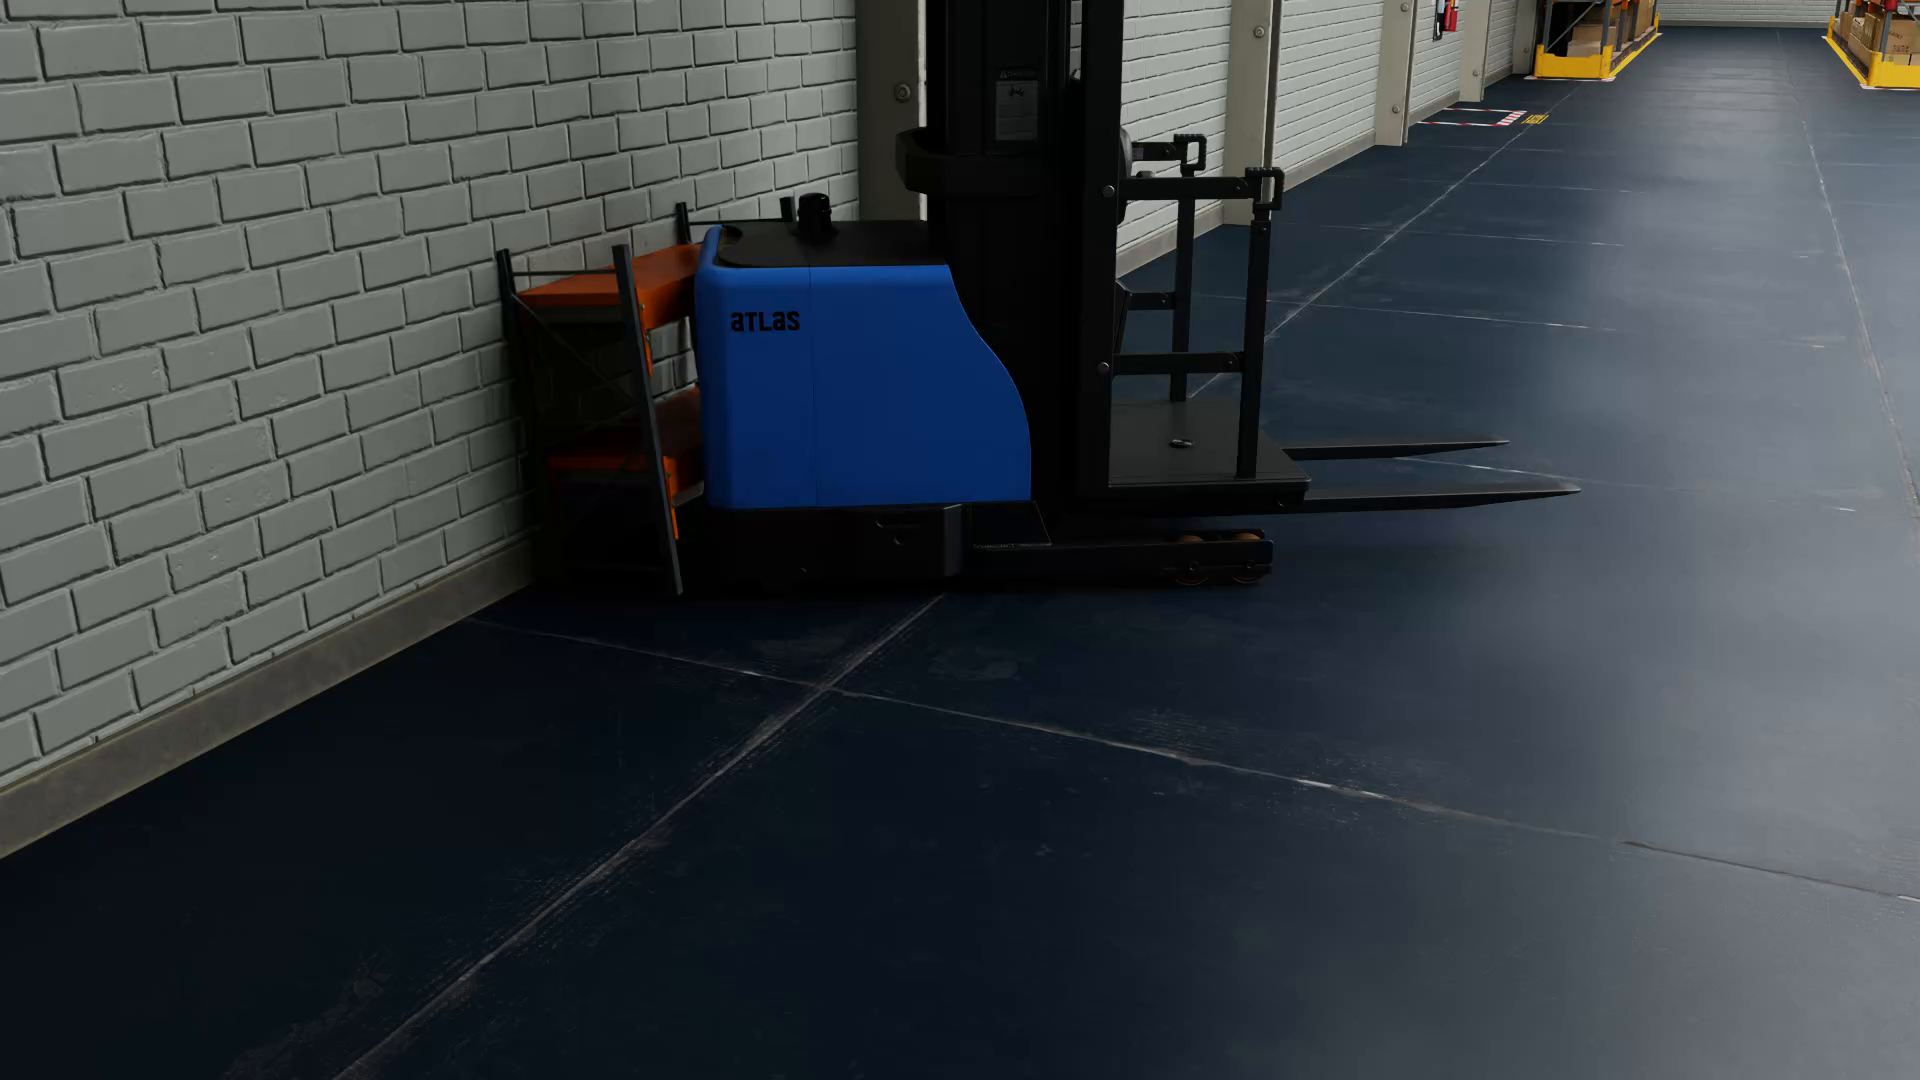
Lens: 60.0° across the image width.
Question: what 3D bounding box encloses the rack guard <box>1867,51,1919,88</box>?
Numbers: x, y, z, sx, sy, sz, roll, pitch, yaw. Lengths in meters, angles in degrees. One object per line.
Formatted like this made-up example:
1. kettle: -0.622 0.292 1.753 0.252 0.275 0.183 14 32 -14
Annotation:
1. rack guard: 14.607 -7.209 25.493 1.175 0.500 0.348 9 21 23

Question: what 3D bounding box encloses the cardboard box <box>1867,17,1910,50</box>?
1. cardboard box: 14.961 -8.162 26.800 0.500 0.500 0.500 9 21 23

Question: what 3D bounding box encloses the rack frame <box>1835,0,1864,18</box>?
1. rack frame: 21.169 -13.285 38.848 1.000 3.000 0.127 9 21 23

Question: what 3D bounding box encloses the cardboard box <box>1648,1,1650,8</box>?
1. cardboard box: 15.717 -12.361 38.384 0.380 0.149 0.250 9 22 25

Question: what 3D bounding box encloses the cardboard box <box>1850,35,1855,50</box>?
1. cardboard box: 16.998 -9.308 31.143 0.500 0.250 0.500 8 21 21

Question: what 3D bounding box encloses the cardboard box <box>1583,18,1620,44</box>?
1. cardboard box: 12.432 -9.867 32.312 0.700 0.500 0.500 9 21 23

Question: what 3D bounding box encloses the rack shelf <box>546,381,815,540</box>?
1. rack shelf: -0.953 -0.301 5.815 0.538 0.278 1.000 3 20 25

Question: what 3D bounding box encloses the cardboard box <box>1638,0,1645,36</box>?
1. cardboard box: 14.158 -11.177 35.501 0.750 0.750 0.750 8 21 22

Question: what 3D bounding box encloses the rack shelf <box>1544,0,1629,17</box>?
1. rack shelf: 10.915 -9.345 28.842 1.077 0.370 4.000 9 21 23

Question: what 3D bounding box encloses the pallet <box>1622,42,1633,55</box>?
1. pallet: 13.051 -9.965 33.675 1.003 0.211 1.213 9 21 23

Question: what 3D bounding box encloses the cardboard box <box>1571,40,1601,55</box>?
1. cardboard box: 10.695 -8.386 28.429 0.500 0.311 0.500 11 22 27

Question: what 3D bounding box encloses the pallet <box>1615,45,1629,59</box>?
1. pallet: 12.550 -9.594 32.630 1.003 0.211 1.213 9 21 23

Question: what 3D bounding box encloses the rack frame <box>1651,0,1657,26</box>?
1. rack frame: 16.648 -13.963 40.756 1.000 3.000 0.127 9 21 23

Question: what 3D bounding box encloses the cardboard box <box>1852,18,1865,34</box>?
1. cardboard box: 17.203 -9.724 31.476 0.500 0.311 0.500 8 21 21

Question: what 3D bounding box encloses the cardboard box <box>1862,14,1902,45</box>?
1. cardboard box: 15.582 -8.620 28.087 0.500 0.500 0.500 9 21 23

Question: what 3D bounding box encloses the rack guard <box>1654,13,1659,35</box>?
1. rack guard: 16.658 -12.793 41.195 1.175 0.500 0.348 9 21 23

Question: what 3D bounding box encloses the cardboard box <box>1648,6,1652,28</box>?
1. cardboard box: 16.248 -12.603 40.034 0.700 0.500 0.500 8 21 23

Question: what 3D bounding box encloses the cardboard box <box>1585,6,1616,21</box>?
1. cardboard box: 12.198 -10.040 31.679 0.500 0.250 0.500 8 21 22

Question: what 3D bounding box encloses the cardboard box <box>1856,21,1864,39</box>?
1. cardboard box: 16.573 -9.258 30.166 0.500 0.311 0.500 8 21 23

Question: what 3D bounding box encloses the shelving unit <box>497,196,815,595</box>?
1. shelving unit: -0.976 -0.532 5.740 0.538 1.125 1.048 3 20 25

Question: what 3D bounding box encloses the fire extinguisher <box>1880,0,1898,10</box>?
1. fire extinguisher: 14.145 -8.385 25.185 0.296 0.674 0.183 9 21 23

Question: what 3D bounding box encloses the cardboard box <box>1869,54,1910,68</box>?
1. cardboard box: 14.567 -7.501 26.060 0.500 0.250 0.500 9 21 23

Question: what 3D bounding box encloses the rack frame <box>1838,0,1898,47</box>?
1. rack frame: 19.531 -12.062 35.409 1.000 3.000 0.127 9 21 23

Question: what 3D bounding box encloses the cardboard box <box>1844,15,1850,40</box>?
1. cardboard box: 18.483 -10.506 34.109 0.500 0.500 0.500 8 21 21

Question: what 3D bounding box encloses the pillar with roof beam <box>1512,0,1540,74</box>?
1. pillar with roof beam: 13.521 -11.641 25.272 9.100 9.000 0.400 9 21 23

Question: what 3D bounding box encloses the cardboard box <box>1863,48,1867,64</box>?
1. cardboard box: 15.170 -7.961 27.354 0.500 0.250 0.500 9 21 23

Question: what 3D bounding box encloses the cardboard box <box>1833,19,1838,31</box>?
1. cardboard box: 20.278 -11.764 38.017 0.500 0.250 0.500 9 21 23

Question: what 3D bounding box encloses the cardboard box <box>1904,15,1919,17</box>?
1. cardboard box: 15.848 -8.396 27.458 0.500 0.500 0.500 9 21 23

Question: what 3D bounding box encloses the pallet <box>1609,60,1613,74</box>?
1. pallet: 10.492 -8.025 28.220 1.003 0.211 1.213 9 21 23

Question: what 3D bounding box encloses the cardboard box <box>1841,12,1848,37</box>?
1. cardboard box: 19.111 -10.977 35.433 0.500 0.500 0.500 8 21 20

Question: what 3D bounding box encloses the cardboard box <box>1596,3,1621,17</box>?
1. cardboard box: 12.834 -10.508 32.994 0.500 0.250 0.500 9 21 24

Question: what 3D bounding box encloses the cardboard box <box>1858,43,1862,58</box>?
1. cardboard box: 15.789 -8.419 28.641 0.500 0.250 0.500 9 21 23

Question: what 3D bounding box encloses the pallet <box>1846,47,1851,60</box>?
1. pallet: 17.520 -9.279 31.746 1.003 0.211 1.213 9 21 23

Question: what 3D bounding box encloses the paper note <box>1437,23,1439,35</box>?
1. paper note: 5.955 -6.361 20.693 0.016 0.148 0.142 9 21 23

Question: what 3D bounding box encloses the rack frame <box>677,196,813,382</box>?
1. rack frame: -0.769 -0.695 6.175 0.500 1.125 0.032 3 20 25

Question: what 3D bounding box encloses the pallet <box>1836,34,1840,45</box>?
1. pallet: 19.813 -10.958 36.467 1.003 0.211 1.213 9 21 23

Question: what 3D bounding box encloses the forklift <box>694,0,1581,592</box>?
1. forklift: 0.626 -1.403 5.539 3.031 2.935 1.130 -2 20 -6

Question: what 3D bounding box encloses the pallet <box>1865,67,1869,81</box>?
1. pallet: 14.892 -7.320 26.235 1.003 0.211 1.213 9 21 23

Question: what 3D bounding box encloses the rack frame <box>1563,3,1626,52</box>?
1. rack frame: 11.734 -10.295 30.441 1.000 3.000 0.127 9 21 23

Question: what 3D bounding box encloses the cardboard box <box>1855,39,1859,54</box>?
1. cardboard box: 16.369 -8.840 29.826 0.500 0.250 0.500 8 21 22

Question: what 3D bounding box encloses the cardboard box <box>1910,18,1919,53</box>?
1. cardboard box: 15.243 -7.936 26.165 0.500 0.500 0.500 9 21 23

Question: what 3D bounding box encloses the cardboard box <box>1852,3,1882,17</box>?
1. cardboard box: 18.081 -10.558 33.135 0.500 0.250 0.500 9 22 25

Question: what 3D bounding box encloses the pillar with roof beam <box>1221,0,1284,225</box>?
1. pillar with roof beam: 6.150 -6.138 9.799 9.100 9.000 0.400 9 21 23

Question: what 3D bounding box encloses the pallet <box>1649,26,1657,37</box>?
1. pallet: 16.392 -12.394 40.505 1.003 0.211 1.213 9 21 23

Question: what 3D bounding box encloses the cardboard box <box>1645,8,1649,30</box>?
1. cardboard box: 15.619 -12.128 38.700 0.700 0.500 0.500 8 21 22
